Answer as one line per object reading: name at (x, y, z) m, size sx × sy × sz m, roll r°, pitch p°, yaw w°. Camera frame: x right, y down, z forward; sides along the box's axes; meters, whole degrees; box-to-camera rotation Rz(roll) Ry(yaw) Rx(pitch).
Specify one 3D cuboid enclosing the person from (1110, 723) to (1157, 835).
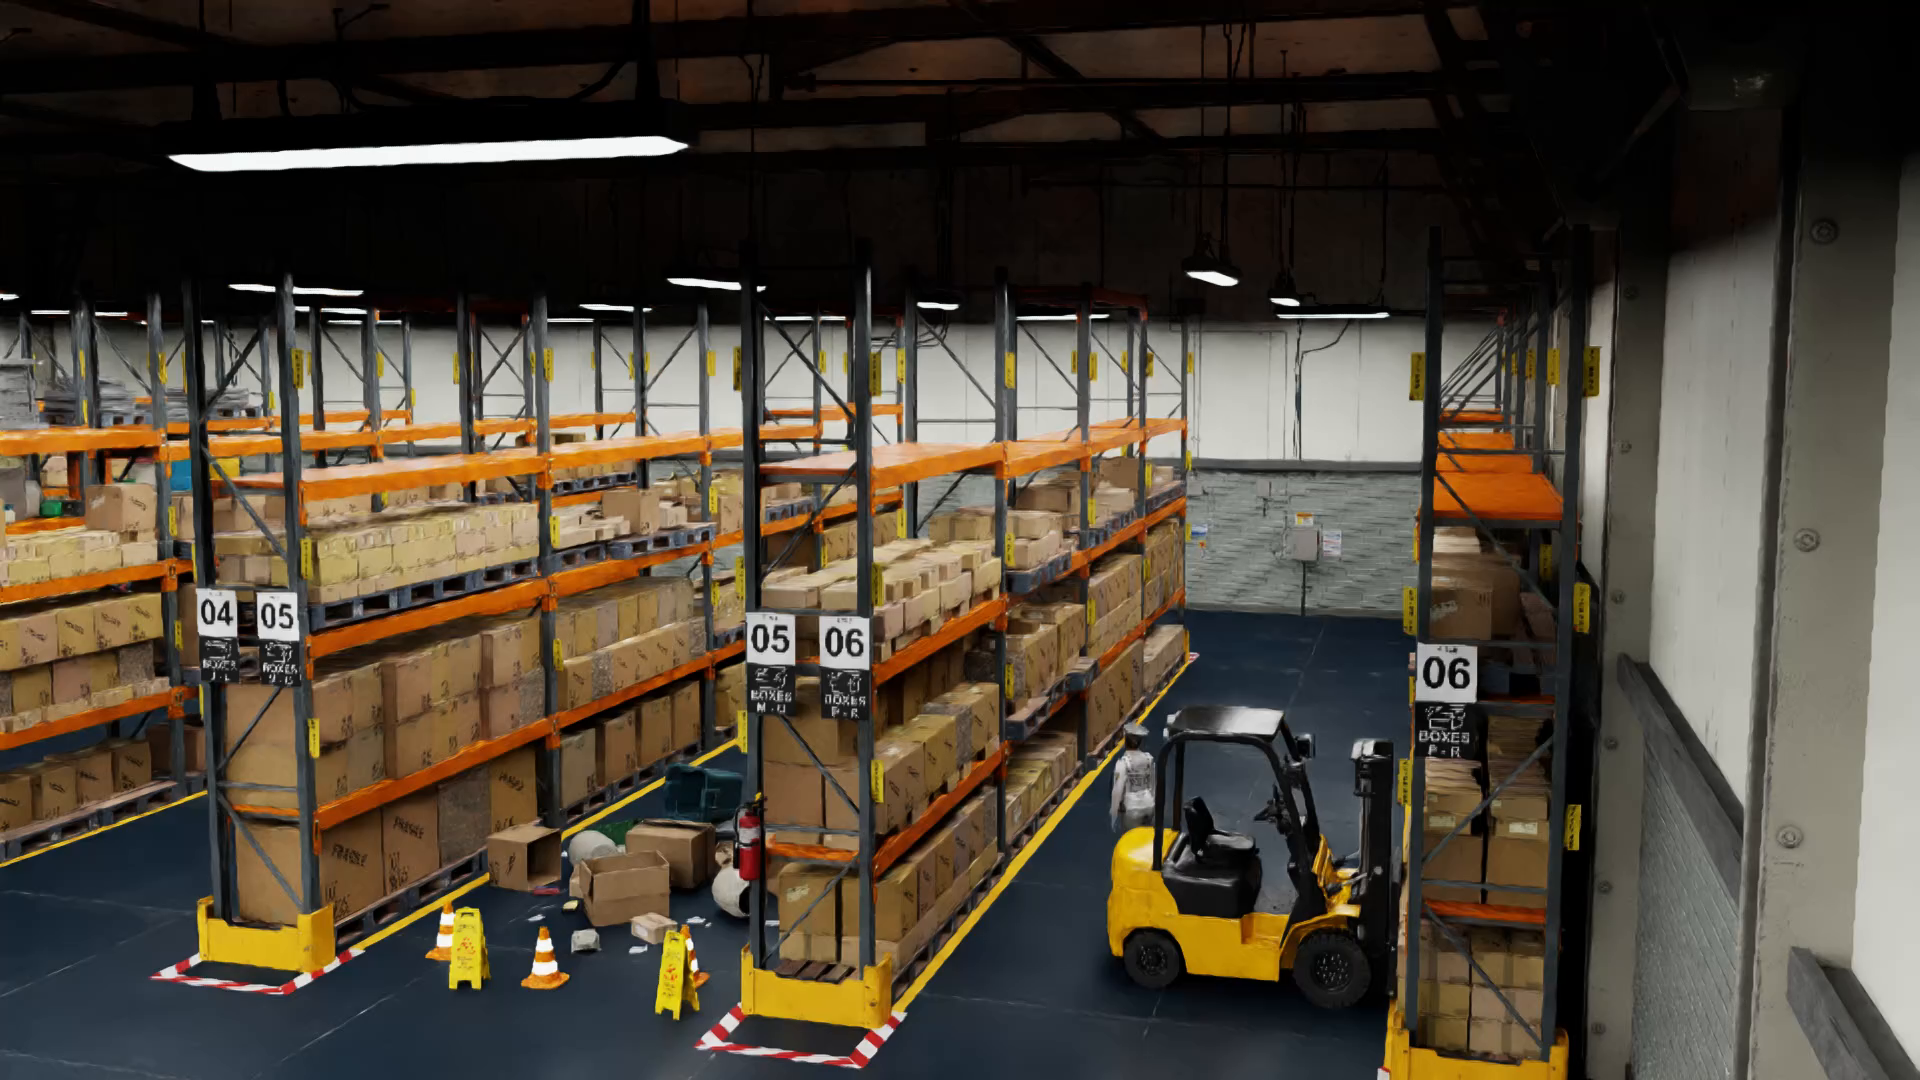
person at (1.629, 2.568, 15.733) m, size 0.572 × 1.667 × 0.544 m, roll -6°, pitch 9°, yaw -42°
